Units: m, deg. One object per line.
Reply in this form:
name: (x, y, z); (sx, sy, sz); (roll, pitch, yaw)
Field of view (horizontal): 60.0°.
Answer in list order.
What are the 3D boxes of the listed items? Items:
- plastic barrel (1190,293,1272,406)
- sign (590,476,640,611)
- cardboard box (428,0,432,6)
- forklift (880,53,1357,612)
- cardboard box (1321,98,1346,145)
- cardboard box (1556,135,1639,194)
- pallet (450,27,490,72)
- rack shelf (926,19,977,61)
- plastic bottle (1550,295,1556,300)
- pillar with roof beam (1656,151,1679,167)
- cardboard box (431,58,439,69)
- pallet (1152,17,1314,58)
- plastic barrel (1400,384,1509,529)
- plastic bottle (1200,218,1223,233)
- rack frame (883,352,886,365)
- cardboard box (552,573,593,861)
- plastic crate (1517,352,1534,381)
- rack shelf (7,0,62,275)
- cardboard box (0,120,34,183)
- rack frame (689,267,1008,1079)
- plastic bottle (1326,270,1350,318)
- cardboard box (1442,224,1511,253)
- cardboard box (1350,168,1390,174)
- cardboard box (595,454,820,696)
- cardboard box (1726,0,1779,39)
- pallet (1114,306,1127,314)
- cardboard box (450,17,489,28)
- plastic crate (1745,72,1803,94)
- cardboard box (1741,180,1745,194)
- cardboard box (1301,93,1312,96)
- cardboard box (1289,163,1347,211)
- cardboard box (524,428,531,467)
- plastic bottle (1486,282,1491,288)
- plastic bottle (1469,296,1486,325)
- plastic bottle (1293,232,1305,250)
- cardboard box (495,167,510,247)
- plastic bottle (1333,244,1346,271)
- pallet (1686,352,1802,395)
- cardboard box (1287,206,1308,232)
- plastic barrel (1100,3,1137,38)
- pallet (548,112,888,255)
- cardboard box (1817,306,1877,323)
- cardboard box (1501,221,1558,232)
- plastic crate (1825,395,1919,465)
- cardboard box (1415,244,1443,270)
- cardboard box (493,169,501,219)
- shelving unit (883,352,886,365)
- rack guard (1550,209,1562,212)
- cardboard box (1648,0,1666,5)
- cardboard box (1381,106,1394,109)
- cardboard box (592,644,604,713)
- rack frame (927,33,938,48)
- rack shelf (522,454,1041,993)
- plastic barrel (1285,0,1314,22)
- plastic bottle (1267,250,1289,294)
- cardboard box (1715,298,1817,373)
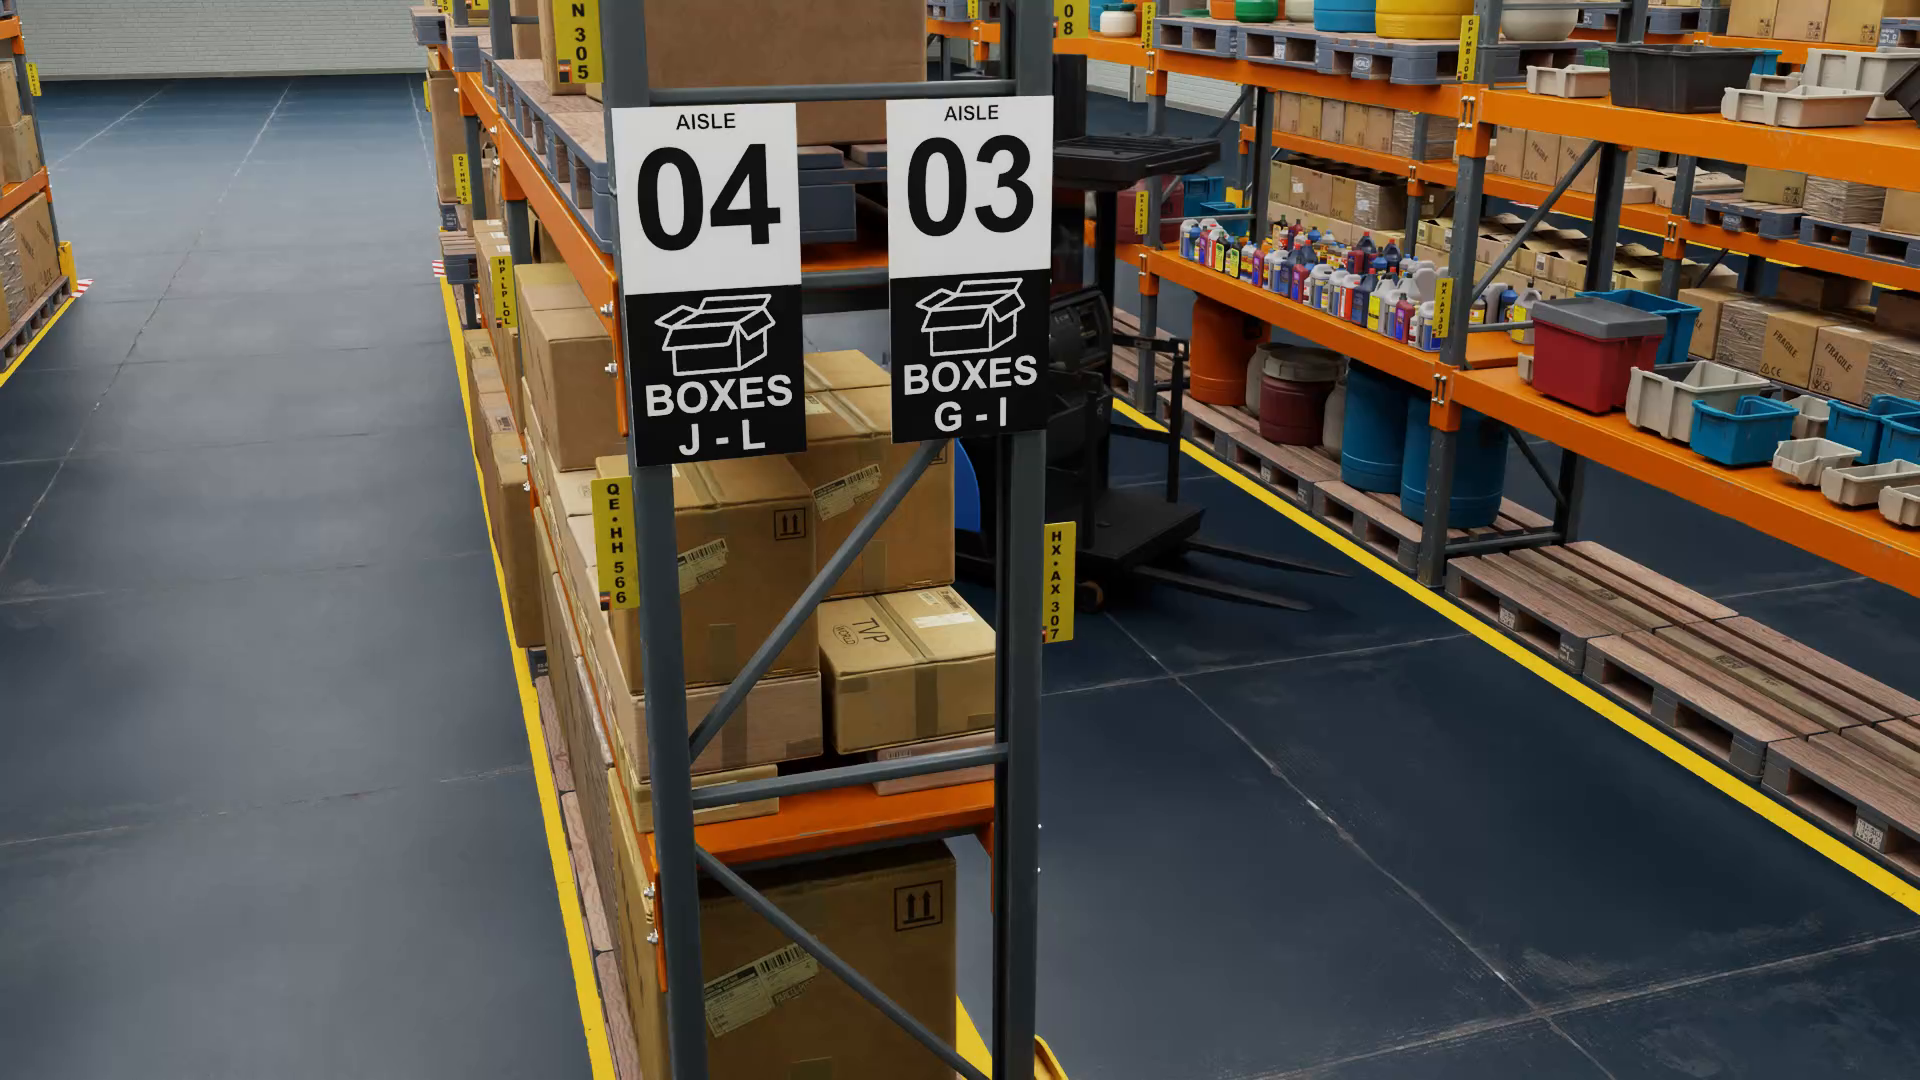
plastic barrel: (6.872, -3.040, 13.884); (10.706, 2.957, 0.708); (-6, 21, -17)
sign: (-0.801, 0.010, 3.888); (0.100, 0.325, 0.005); (-6, 21, -17)
cardboard box: (-4.764, -5.029, 15.765); (0.500, 0.250, 0.500); (-7, 21, -18)
forklift: (0.772, -1.183, 9.373); (3.031, 2.935, 1.130); (13, 24, 33)
cardboard box: (4.718, -4.972, 19.674); (0.700, 0.500, 0.500); (-6, 21, -16)
cardboard box: (6.066, -3.589, 15.824); (0.500, 0.500, 0.500); (-8, 21, -20)
pallet: (-2.544, -3.076, 10.385); (1.213, 0.211, 1.003); (-5, 20, -15)
rack shelf: (0.020, -5.479, 17.860); (1.077, 0.370, 4.000); (-6, 21, -17)
plastic bottle: (3.453, -1.305, 9.785); (0.061, 0.283, 0.133); (-6, 21, -17)
pillar with roof beam: (5.750, -8.334, 20.306); (9.100, 9.000, 0.400); (-6, 21, -17)
cardboard box: (-4.925, -4.492, 16.419); (0.500, 0.500, 0.500); (-6, 21, -17)
pallet: (2.053, -3.547, 11.697); (1.003, 0.211, 1.213); (-6, 21, -17)
plastic barrel: (3.008, -0.583, 10.086); (0.600, 0.901, 0.708); (-6, 21, -17)
plastic bottle: (1.879, -2.265, 12.469); (0.152, 0.276, 0.135); (-6, 21, -17)
rack frame: (-0.400, -0.694, 10.795); (0.200, 1.050, 0.008); (9, 22, 23)
cardboard box: (-1.125, 0.641, 6.717); (0.875, 0.875, 0.875); (-6, 21, -17)
plastic crate: (3.173, -0.936, 8.887); (0.396, 0.136, 0.243); (-6, 21, -17)
rack shelf: (1.266, -3.643, 14.573); (20.858, 4.048, 12.165); (-6, 21, -17)
cardboard box: (-9.698, -3.809, 16.362); (0.875, 0.550, 0.550); (-6, 21, -17)
rack frame: (-0.285, 0.613, 4.271); (0.949, 2.616, 0.053); (-6, 21, -17)
plastic bottle: (2.416, -1.553, 10.486); (0.152, 0.276, 0.135); (-6, 21, -17)
cardboard box: (5.398, -3.136, 17.328); (0.500, 0.311, 0.500); (-7, 21, -18)
cardboard box: (5.030, -4.209, 20.034); (0.500, 0.500, 0.500); (-6, 21, -17)
cardboard box: (-0.685, 0.062, 4.478); (0.500, 0.500, 0.500); (-6, 21, -17)
cardboard box: (6.778, -4.328, 13.443); (0.910, 0.500, 0.500); (-6, 21, -17)
pallet: (0.932, -2.204, 16.240); (1.003, 0.211, 1.213); (-6, 21, -17)
cardboard box: (-3.179, -3.422, 11.290); (0.500, 0.250, 0.500); (-6, 21, -17)
plastic crate: (3.924, -2.117, 7.825); (0.293, 0.136, 0.466); (-6, 21, -17)
cardboard box: (9.689, -4.176, 20.653); (0.500, 0.500, 0.500); (-8, 21, -21)
cardboard box: (4.339, -5.445, 20.032); (0.380, 0.149, 0.250); (-7, 21, -19)
cardboard box: (4.380, -4.314, 20.327); (0.500, 0.500, 0.500); (-6, 21, -17)
cardboard box: (-1.762, -0.422, 7.526); (0.380, 0.149, 0.250); (-6, 21, -17)
plastic bottle: (3.254, -1.483, 10.298); (0.097, 0.271, 0.097); (0, 20, 0)
plastic bottle: (3.151, -1.391, 10.144); (0.097, 0.201, 0.097); (0, 20, 0)
plastic bottle: (2.529, -2.189, 12.369); (0.097, 0.201, 0.097); (0, 20, 0)
cardboard box: (-2.380, -2.028, 9.992); (0.797, 0.503, 0.637); (-6, 21, -16)
plastic bottle: (2.713, -2.002, 11.847); (0.097, 0.201, 0.097); (0, 20, 0)
pallet: (6.808, -1.450, 14.140); (1.003, 0.211, 1.213); (-6, 21, -17)
cardboard box: (4.369, -3.960, 20.451); (0.500, 0.250, 0.500); (-6, 21, -17)
plastic barrel: (1.284, -4.210, 13.468); (0.301, 0.262, 0.301); (0, 20, 0)
pallet: (-0.525, -0.994, 4.440); (1.003, 0.211, 1.213); (-6, 21, -17)
cardboard box: (7.288, -1.595, 13.466); (0.500, 0.500, 0.500); (-7, 21, -19)
cardboard box: (5.921, -3.191, 17.480); (0.500, 0.311, 0.500); (-6, 21, -16)
plastic crate: (4.147, -0.496, 7.518); (0.416, 0.233, 0.300); (-6, 21, -17)
cardboard box: (5.243, -3.037, 17.881); (0.500, 0.250, 0.500); (-7, 21, -19)
cardboard box: (-3.004, -2.368, 11.802); (0.500, 0.500, 0.500); (-9, 22, -24)
shelving unit: (-0.350, -0.732, 10.900); (0.215, 1.050, 0.252); (9, 22, 23)
rack guard: (8.820, -4.899, 23.318); (1.175, 0.500, 0.348); (-6, 21, -17)
cardboard box: (6.231, -4.850, 14.646); (0.500, 0.250, 0.500); (-6, 21, -16)
cardboard box: (4.902, -4.869, 18.428); (0.380, 0.149, 0.250); (-7, 21, -19)
cardboard box: (-0.945, 0.408, 5.216); (0.380, 0.149, 0.250); (-6, 21, -16)
rack frame: (-0.612, -5.047, 20.031); (0.949, 2.616, 0.053); (-6, 21, -17)
rack shelf: (-0.911, 0.310, 6.181); (1.077, 0.370, 4.000); (-6, 21, -17)
plastic barrel: (2.382, -3.696, 11.416); (0.301, 0.262, 0.301); (0, 20, 0)
plastic bottle: (2.171, -1.804, 11.185); (0.152, 0.276, 0.135); (-6, 21, -17)
cardboard box: (6.651, -1.692, 13.738); (0.500, 0.500, 0.500); (-7, 21, -19)
